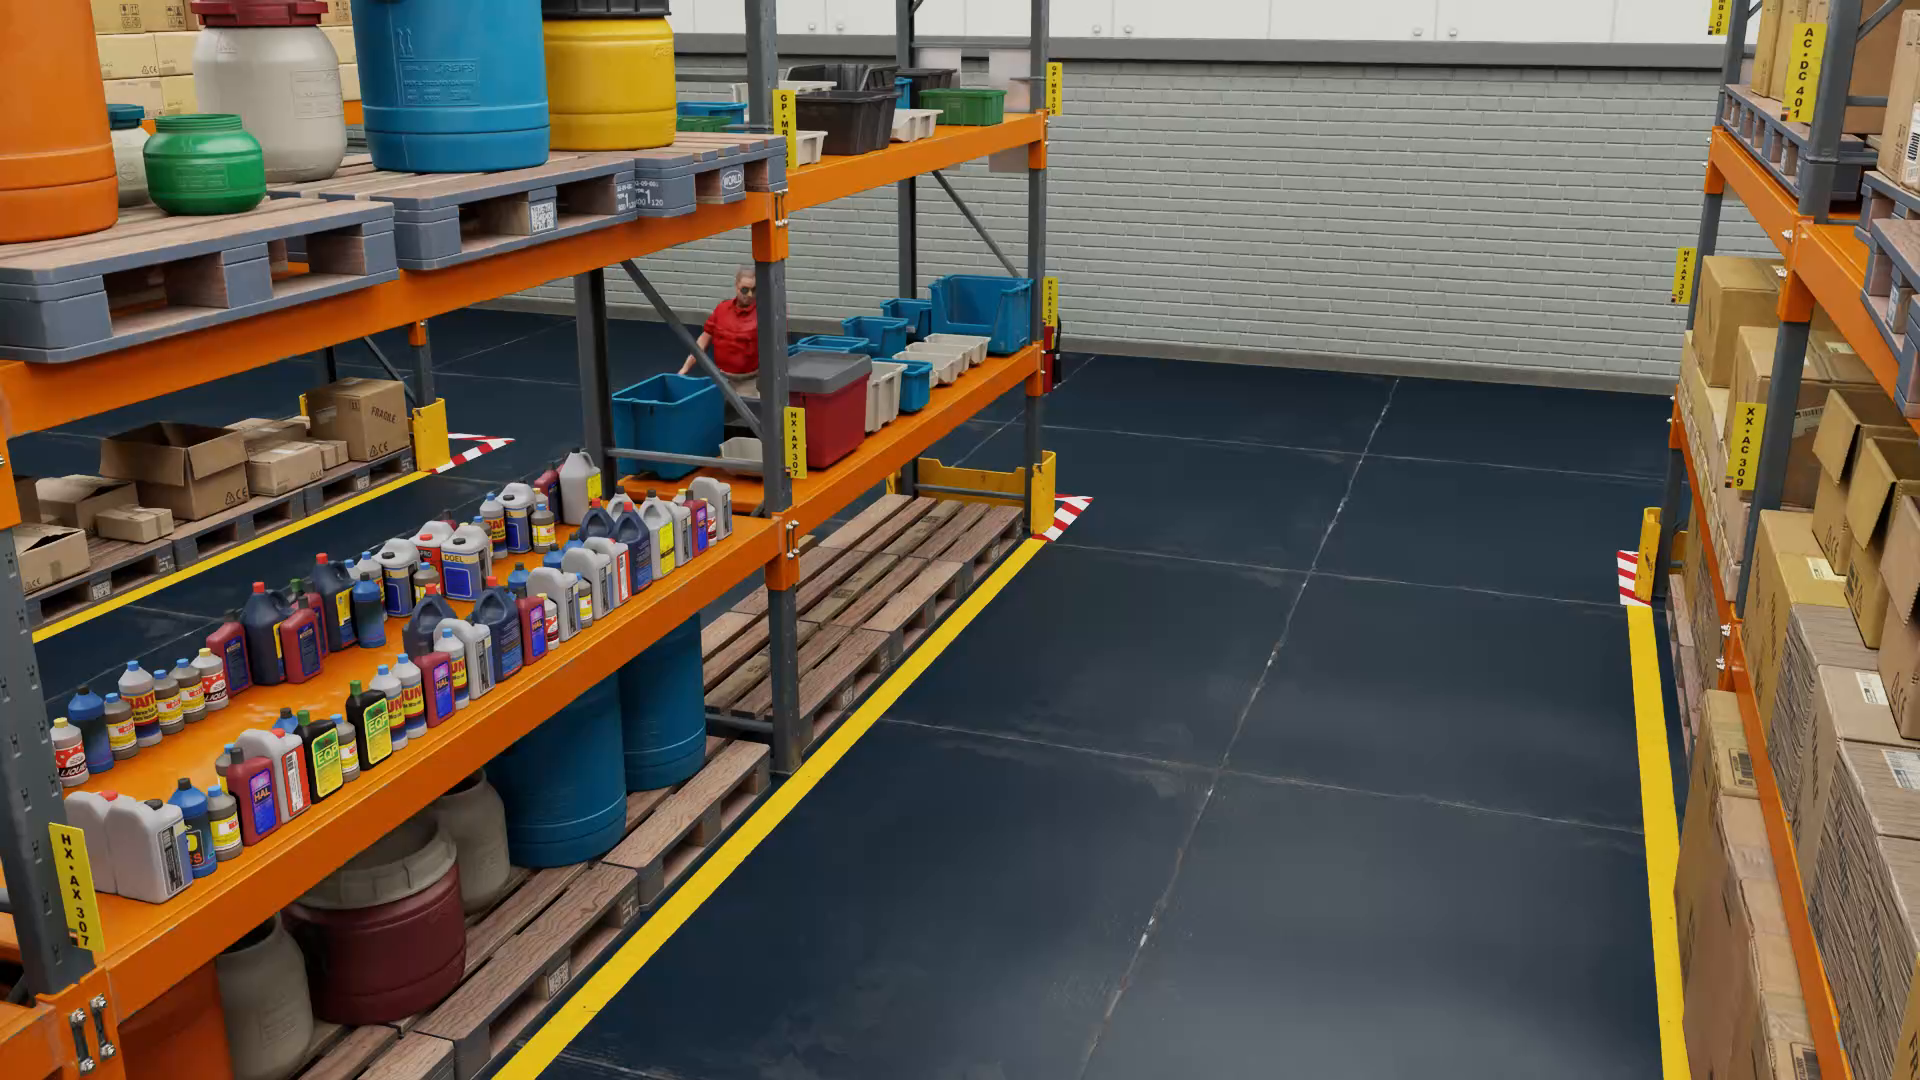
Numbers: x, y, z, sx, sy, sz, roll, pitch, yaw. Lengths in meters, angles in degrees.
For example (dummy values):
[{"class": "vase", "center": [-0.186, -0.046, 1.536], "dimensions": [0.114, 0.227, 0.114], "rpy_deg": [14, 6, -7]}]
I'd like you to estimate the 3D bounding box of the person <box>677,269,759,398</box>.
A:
[{"class": "person", "center": [-1.634, -1.122, 11.943], "dimensions": [0.642, 1.655, 1.073], "rpy_deg": [12, 22, 32]}]
